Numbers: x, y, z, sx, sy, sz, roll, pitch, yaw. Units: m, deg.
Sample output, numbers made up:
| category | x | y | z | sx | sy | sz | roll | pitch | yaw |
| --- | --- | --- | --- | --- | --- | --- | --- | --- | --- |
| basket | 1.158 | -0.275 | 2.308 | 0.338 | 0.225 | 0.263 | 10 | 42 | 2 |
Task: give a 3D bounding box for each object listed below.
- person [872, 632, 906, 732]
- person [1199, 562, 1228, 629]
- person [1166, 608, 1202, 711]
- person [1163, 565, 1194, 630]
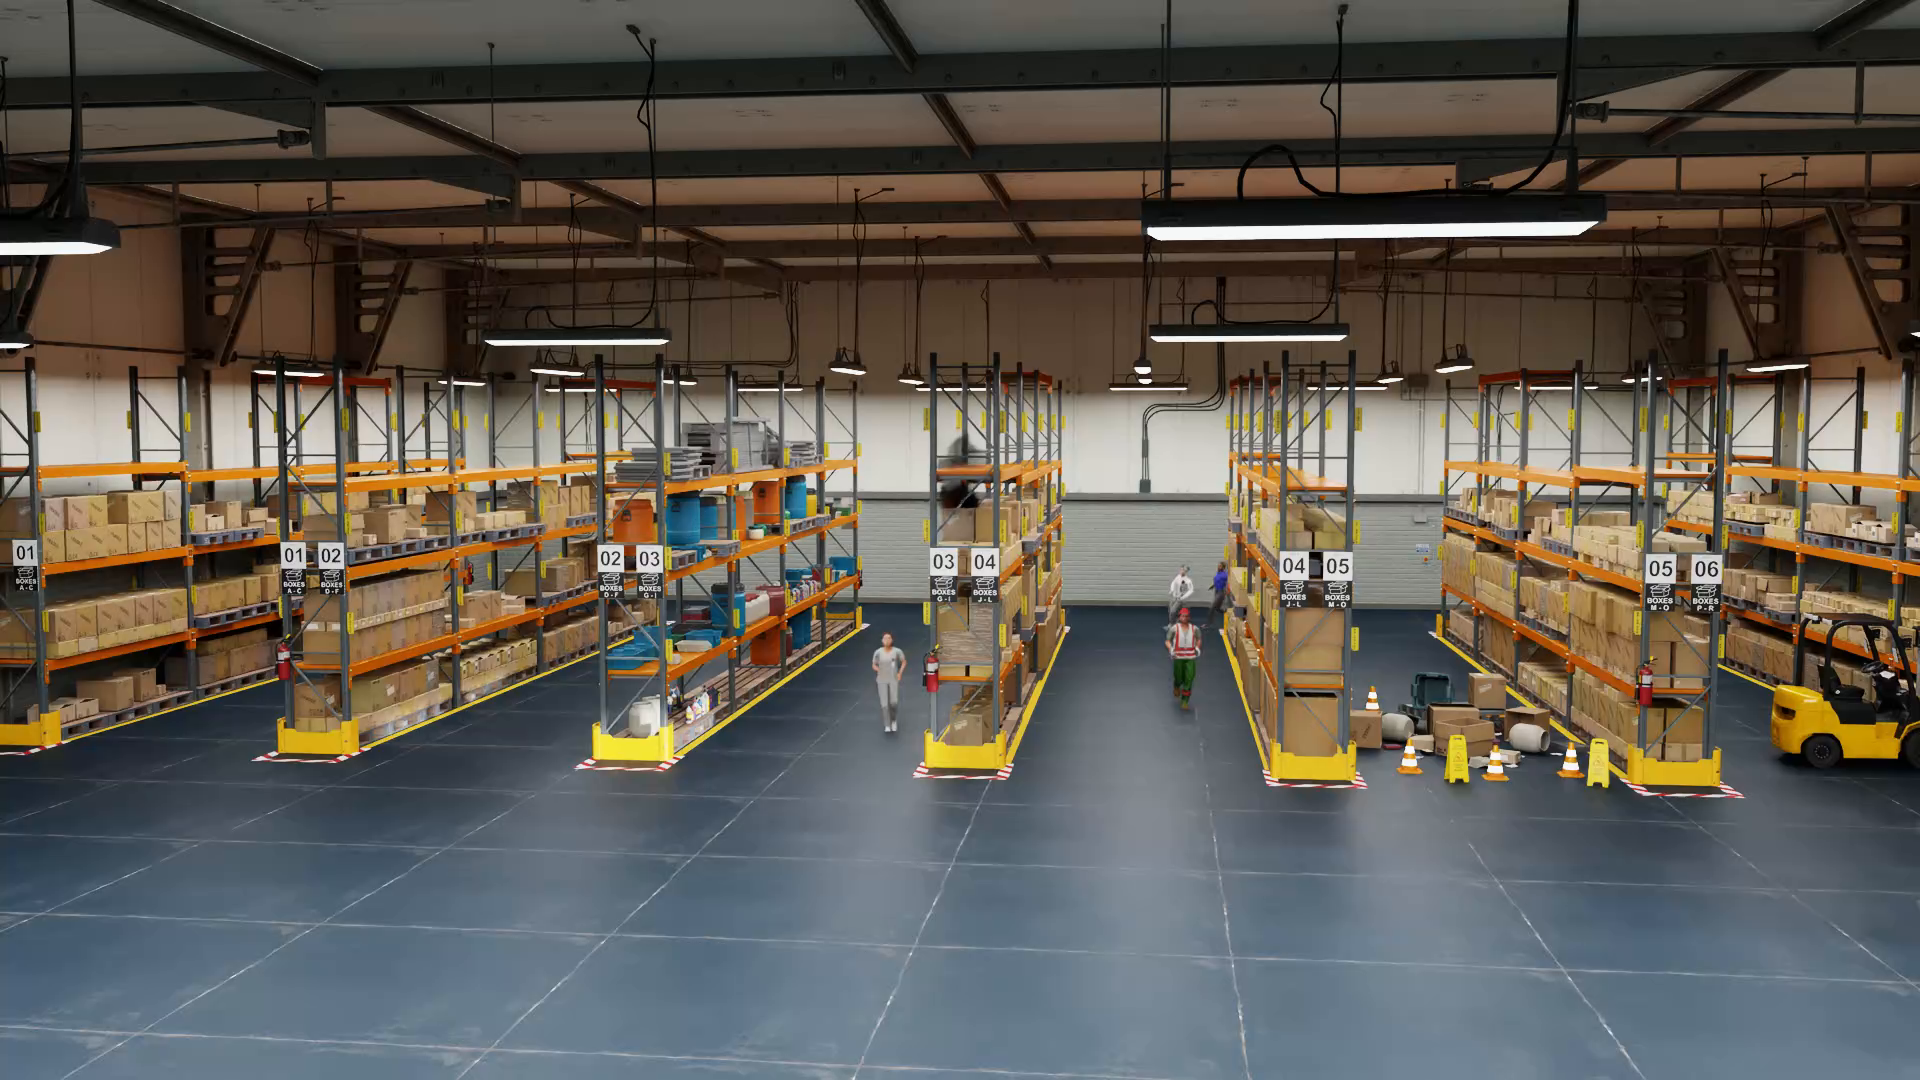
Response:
| category | x | y | z | sx | sy | sz | roll | pitch | yaw |
| --- | --- | --- | --- | --- | --- | --- | --- | --- | --- |
| person | -1.144 | 2.287 | 26.662 | 0.544 | 1.629 | 0.605 | 0 | 4 | 1 |
| person | 6.285 | 1.331 | 40.278 | 0.925 | 1.629 | 0.661 | -1 | 4 | -17 |
| person | 3.930 | 2.072 | 29.078 | 0.655 | 1.762 | 0.832 | 0 | 4 | -1 |
| person | 5.320 | 1.374 | 40.089 | 0.711 | 1.584 | 0.631 | 3 | 5 | 40 |
